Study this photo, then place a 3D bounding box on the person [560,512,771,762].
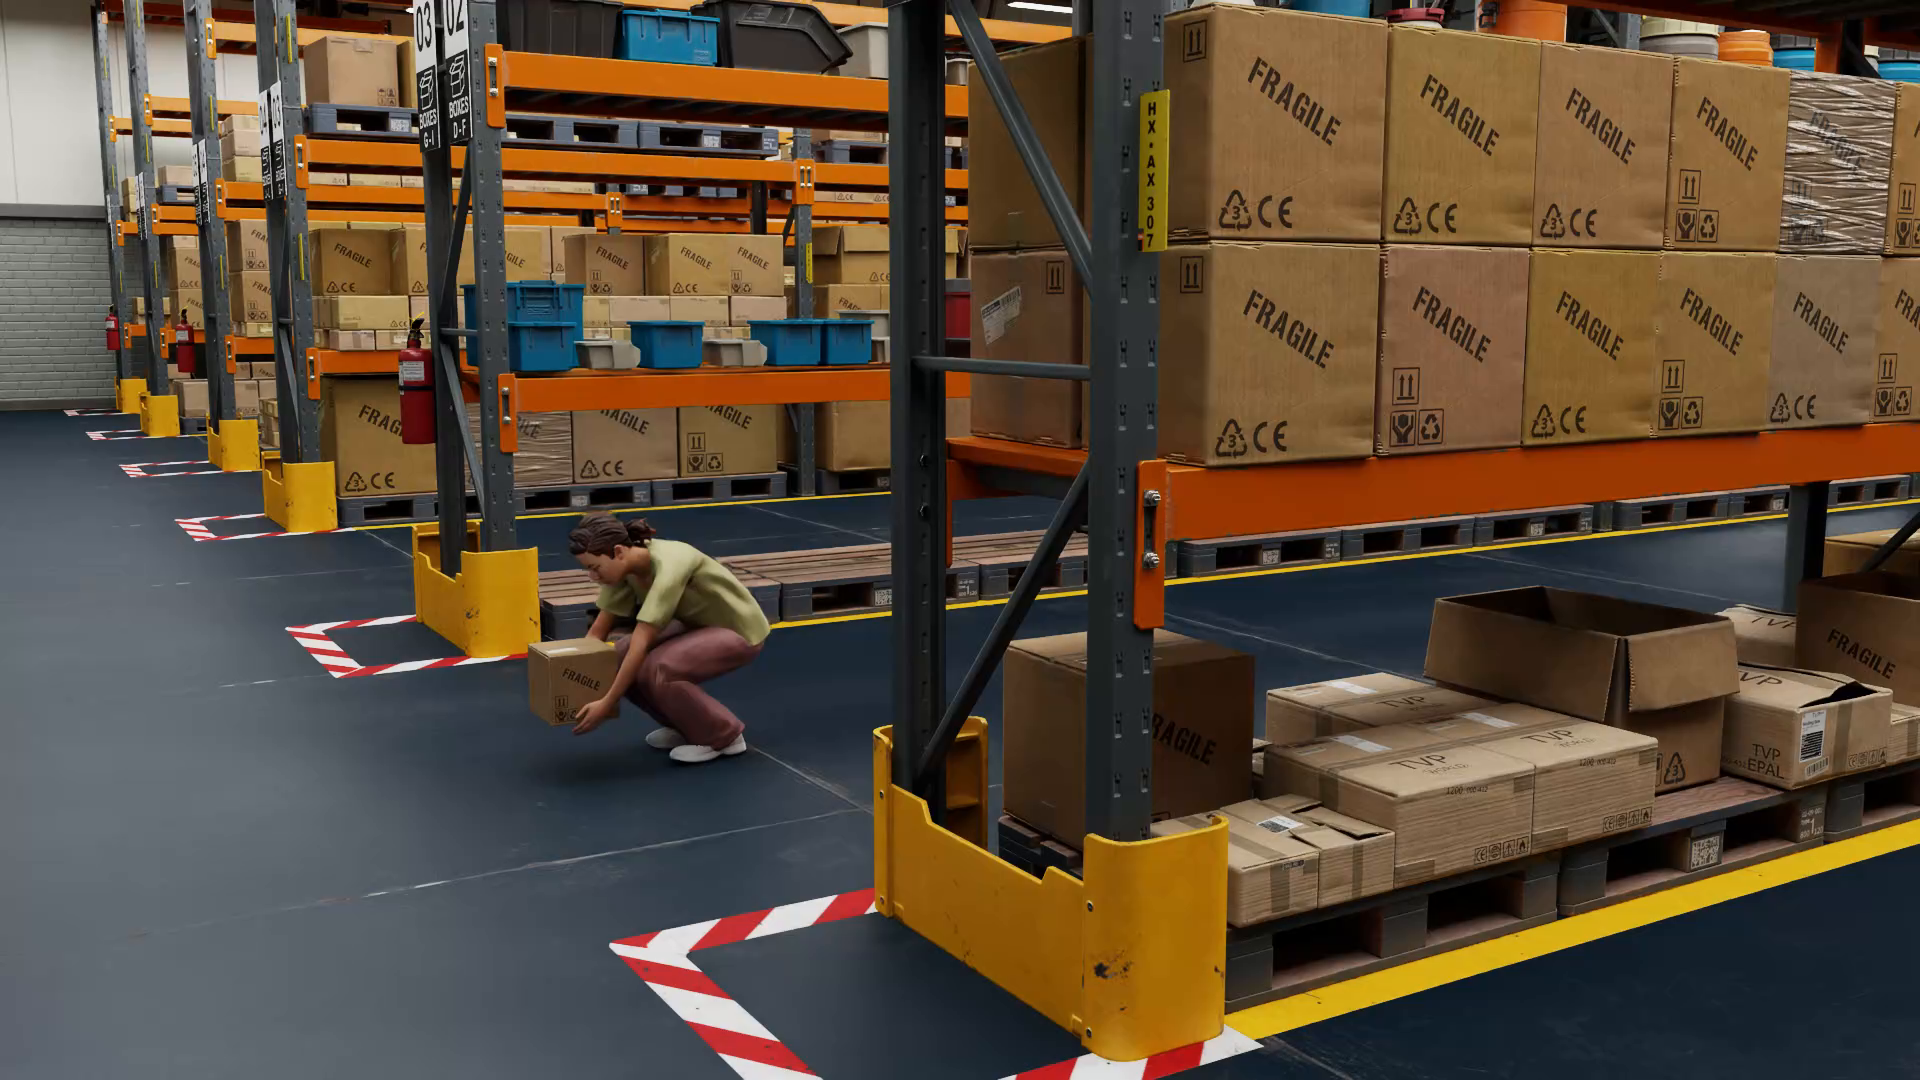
[{"bbox_3d":[-1.079,0.341,6.077,0.800,0.936,0.491,-5,10,-31],"label":"person"}]
